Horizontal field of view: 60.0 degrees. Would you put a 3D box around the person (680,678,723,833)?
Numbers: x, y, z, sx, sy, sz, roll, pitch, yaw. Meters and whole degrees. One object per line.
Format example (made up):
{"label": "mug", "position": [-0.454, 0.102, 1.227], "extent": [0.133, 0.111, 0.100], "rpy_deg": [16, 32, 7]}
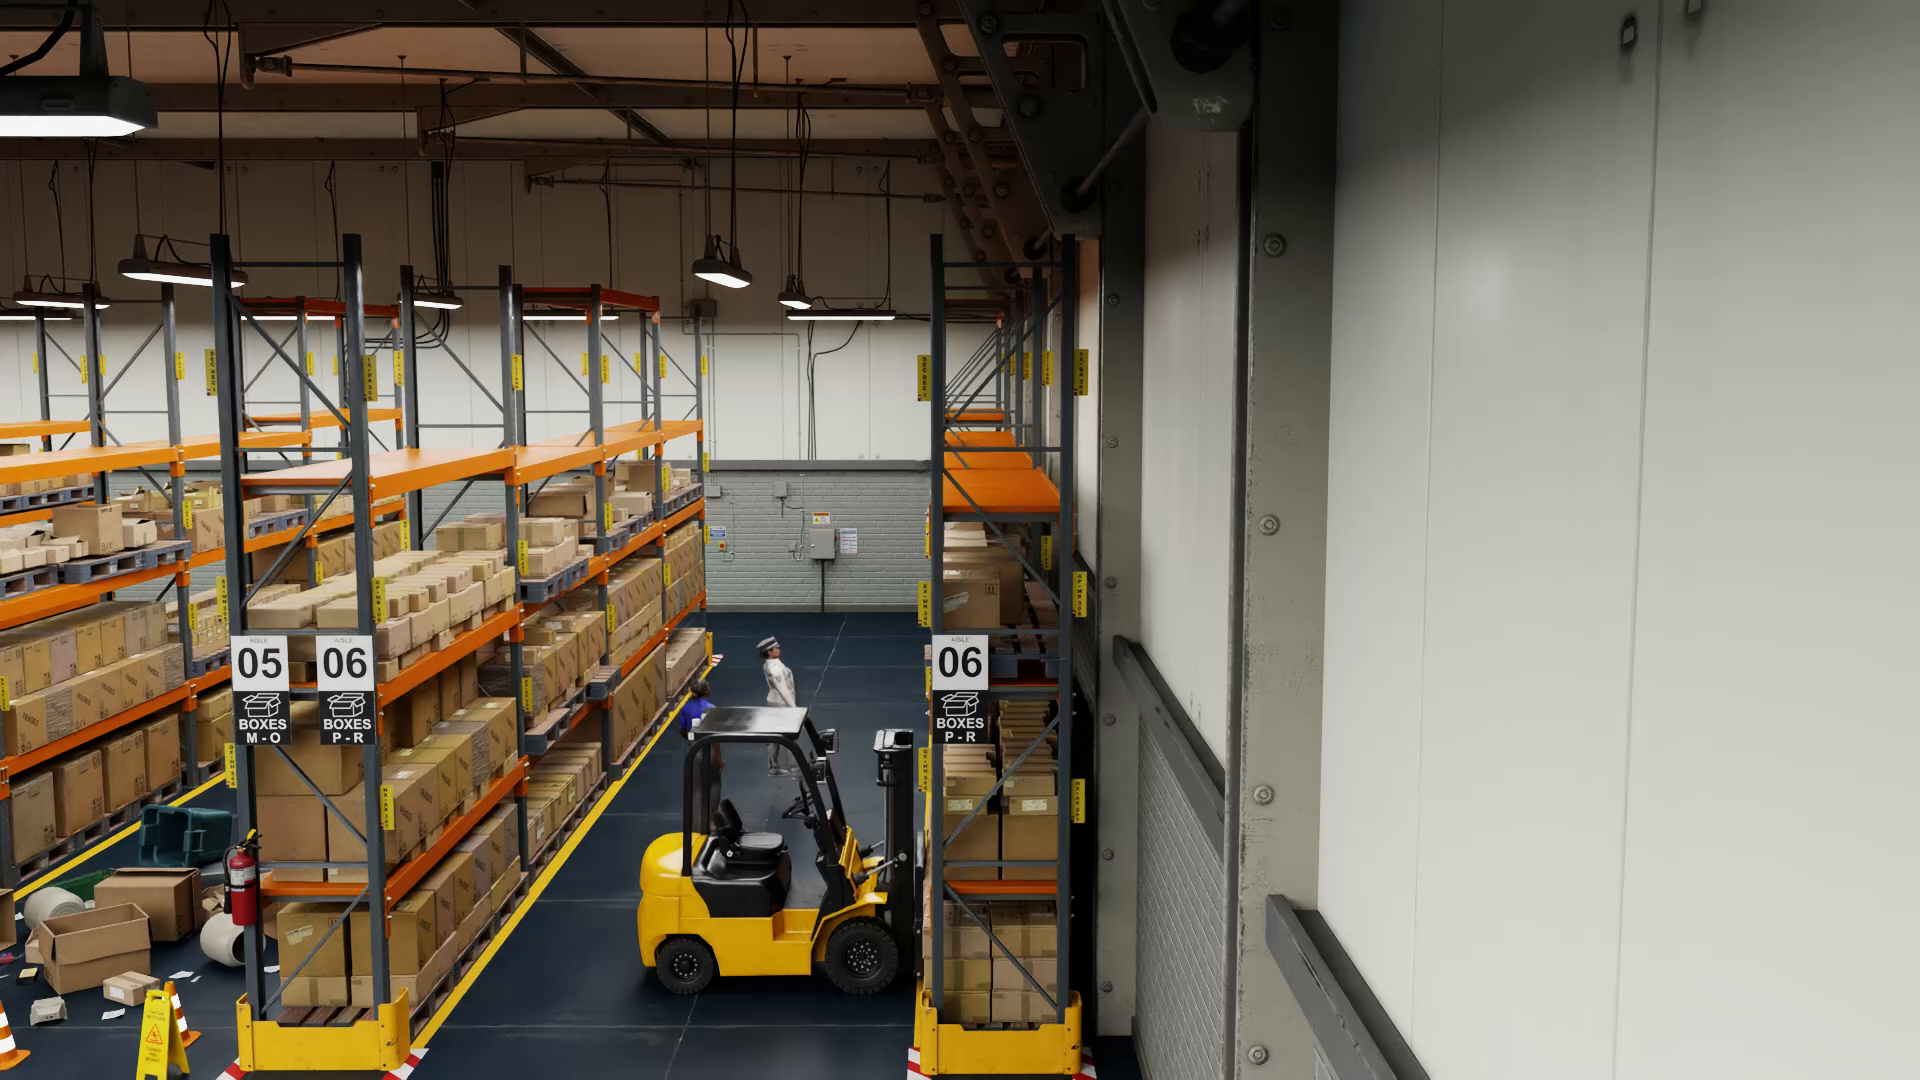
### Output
{"label": "person", "position": [-2.643, 2.248, 17.031], "extent": [0.466, 1.687, 0.773], "rpy_deg": [0, 6, -3]}

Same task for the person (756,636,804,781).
{"label": "person", "position": [-2.058, 1.942, 19.212], "extent": [0.508, 1.679, 0.587], "rpy_deg": [-5, 8, -38]}
